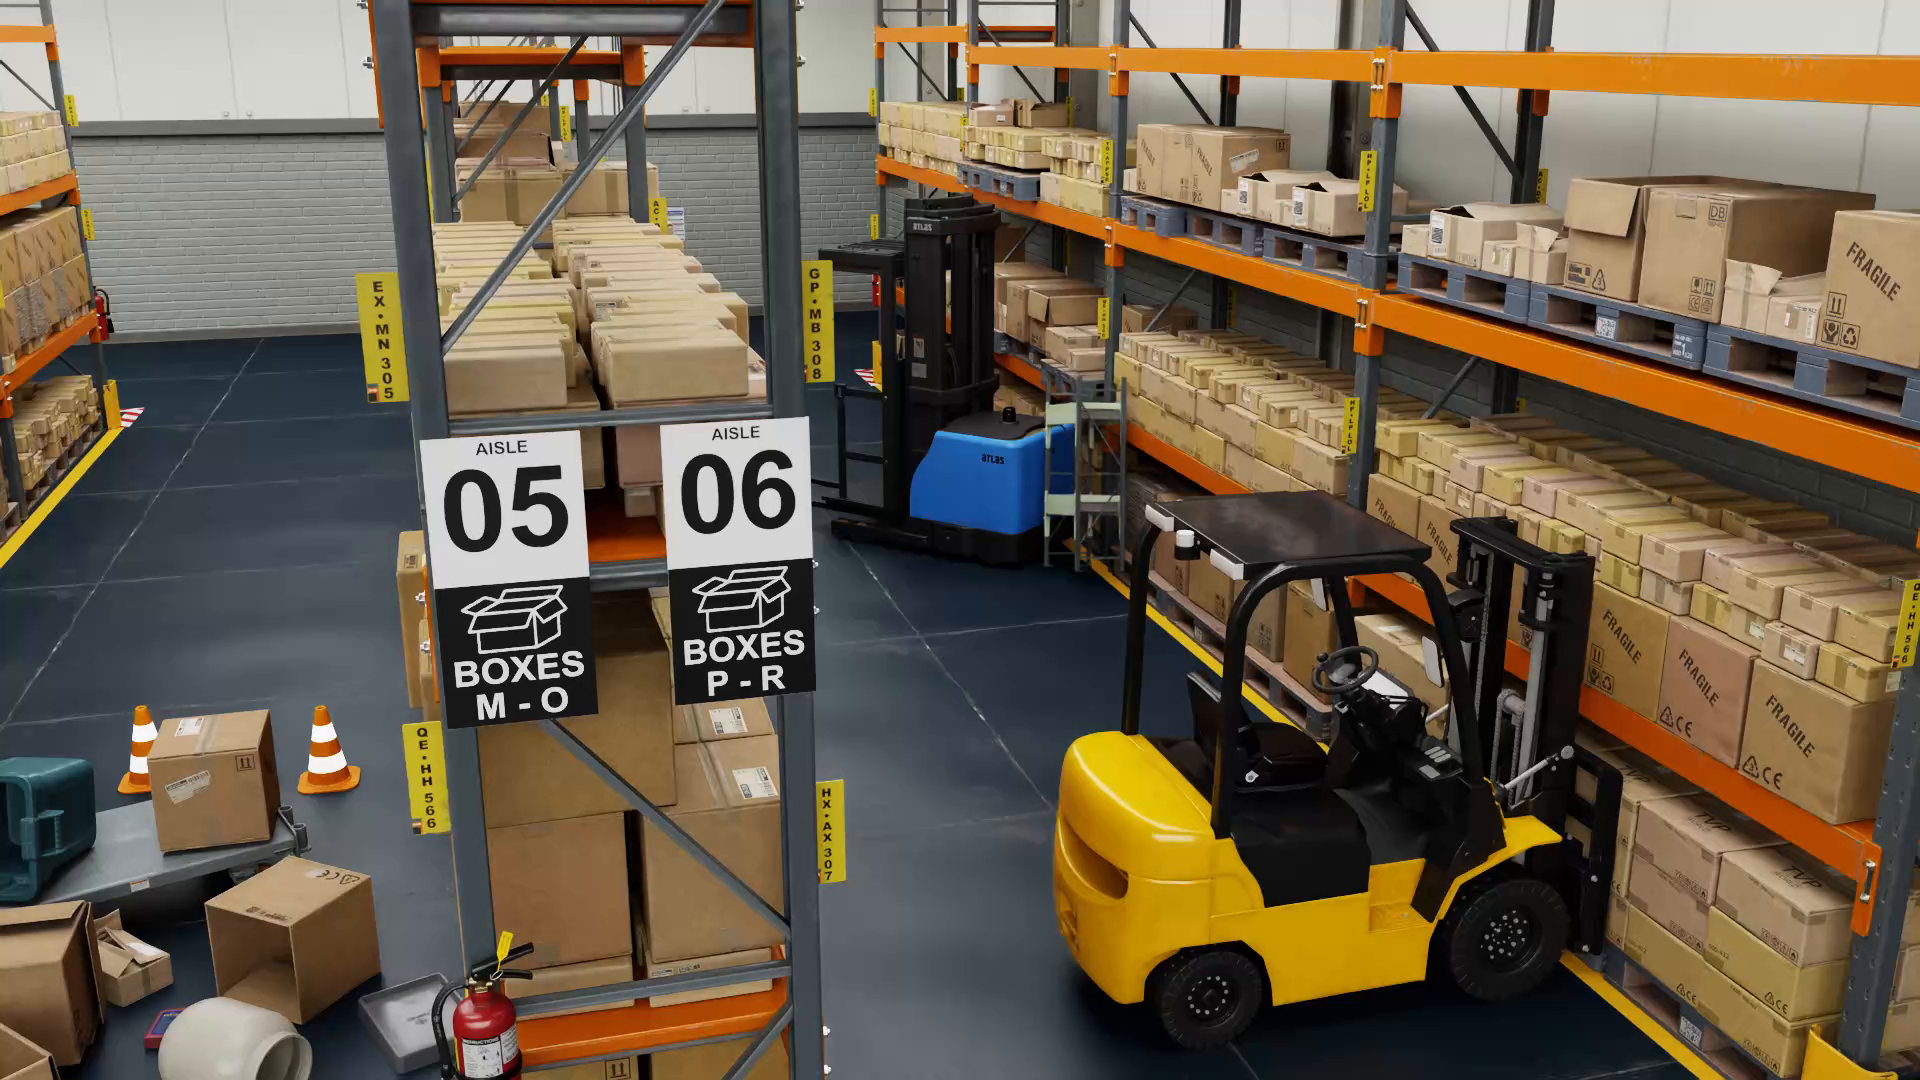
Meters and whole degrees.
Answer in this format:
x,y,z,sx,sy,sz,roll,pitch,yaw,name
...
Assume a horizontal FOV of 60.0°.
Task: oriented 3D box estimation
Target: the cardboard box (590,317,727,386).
x,y,z,sx,sy,sz,roll,pitch,yaw,name
-0.895,-0.566,4.958,0.380,0.149,0.250,-5,17,-15,cardboard box

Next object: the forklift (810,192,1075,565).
x,y,z,sx,sy,sz,roll,pitch,yaw,name
-0.521,-1.503,14.360,3.031,2.935,1.130,11,20,32,forklift

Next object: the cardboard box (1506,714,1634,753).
x,y,z,sx,sy,sz,roll,pitch,yaw,name
3.010,1.036,8.101,0.500,0.250,0.500,-5,17,-16,cardboard box

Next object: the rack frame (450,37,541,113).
x,y,z,sx,sy,sz,roll,pitch,yaw,name
-5.306,-5.983,18.729,1.000,3.000,0.127,-5,17,-15,rack frame

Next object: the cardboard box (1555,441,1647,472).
x,y,z,sx,sy,sz,roll,pitch,yaw,name
3.385,-0.412,8.791,0.380,0.149,0.250,-5,17,-16,cardboard box

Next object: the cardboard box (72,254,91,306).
x,y,z,sx,sy,sz,roll,pitch,yaw,name
-9.667,-2.777,17.793,0.500,0.500,0.500,-4,17,-14,cardboard box

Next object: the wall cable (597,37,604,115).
x,y,z,sx,sy,sz,roll,pitch,yaw,name
-6.416,-7.593,24.089,2.355,3.000,0.029,-5,17,-15,wall cable

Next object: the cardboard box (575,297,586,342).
x,y,z,sx,sy,sz,roll,pitch,yaw,name
-1.208,-0.776,6.352,0.500,0.250,0.500,-4,17,-14,cardboard box

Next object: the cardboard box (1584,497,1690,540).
x,y,z,sx,sy,sz,roll,pitch,yaw,name
3.134,-0.085,7.703,0.380,0.149,0.250,-4,17,-14,cardboard box

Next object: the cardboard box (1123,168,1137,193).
x,y,z,sx,sy,sz,roll,pitch,yaw,name
1.468,-2.744,12.662,0.380,0.166,0.250,-5,17,-15,cardboard box

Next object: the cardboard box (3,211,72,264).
x,y,z,sx,sy,sz,roll,pitch,yaw,name
-9.534,-3.113,17.173,0.500,0.500,0.500,-5,18,-17,cardboard box

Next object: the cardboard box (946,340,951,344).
x,y,z,sx,sy,sz,roll,pitch,yaw,name
-0.260,-2.092,19.816,0.700,0.500,0.500,-4,17,-13,cardboard box

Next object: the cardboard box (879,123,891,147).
x,y,z,sx,sy,sz,roll,pitch,yaw,name
-0.675,-4.867,19.969,0.500,0.250,0.500,-5,17,-16,cardboard box

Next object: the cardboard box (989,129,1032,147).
x,y,z,sx,sy,sz,roll,pitch,yaw,name
0.492,-3.777,15.614,0.380,0.149,0.250,-5,17,-16,cardboard box

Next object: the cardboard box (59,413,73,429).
x,y,z,sx,sy,sz,roll,pitch,yaw,name
-9.266,-1.188,16.900,0.380,0.149,0.250,-4,17,-12,cardboard box

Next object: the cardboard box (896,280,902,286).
x,y,z,sx,sy,sz,roll,pitch,yaw,name
-0.594,-3.204,20.341,0.380,0.149,0.250,-4,17,-14,cardboard box

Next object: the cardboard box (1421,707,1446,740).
x,y,z,sx,sy,sz,roll,pitch,yaw,name
2.740,0.989,9.125,0.500,0.250,0.500,-5,17,-16,cardboard box

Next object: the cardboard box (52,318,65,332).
x,y,z,sx,sy,sz,roll,pitch,yaw,name
-9.424,-2.219,17.062,0.380,0.149,0.250,-6,18,-18,cardboard box

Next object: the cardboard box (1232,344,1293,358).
x,y,z,sx,sy,sz,roll,pitch,yaw,name
2.274,-1.373,12.508,0.380,0.149,0.250,-5,17,-16,cardboard box

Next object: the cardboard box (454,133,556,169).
x,y,z,sx,sy,sz,roll,pitch,yaw,name
-3.356,-2.677,12.026,0.797,0.503,0.637,-6,18,-19,cardboard box

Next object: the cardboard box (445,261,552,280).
x,y,z,sx,sy,sz,roll,pitch,yaw,name
-1.729,-0.953,6.246,0.380,0.149,0.250,-4,17,-14,cardboard box

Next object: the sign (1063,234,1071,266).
x,y,z,sx,sy,sz,roll,pitch,yaw,name
1.097,-2.997,17.202,0.100,0.325,0.005,-5,17,-15,sign

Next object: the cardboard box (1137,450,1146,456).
x,y,z,sx,sy,sz,roll,pitch,yaw,name
1.702,-0.571,14.754,0.500,0.500,0.500,-5,17,-15,cardboard box

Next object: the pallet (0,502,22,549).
x,y,z,sx,sy,sz,roll,pitch,yaw,name
-8.723,-0.034,14.198,1.003,0.211,1.213,-5,17,-15,pallet

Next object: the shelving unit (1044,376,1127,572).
x,y,z,sx,sy,sz,roll,pitch,yaw,name
0.984,-0.522,13.163,0.431,1.500,0.755,0,2,-16,shelving unit

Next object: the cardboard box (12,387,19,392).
x,y,z,sx,sy,sz,roll,pitch,yaw,name
-10.083,-1.493,17.401,0.380,0.149,0.250,-5,17,-15,cardboard box

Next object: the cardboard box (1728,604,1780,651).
x,y,z,sx,sy,sz,roll,pitch,yaw,name
3.387,0.345,6.789,0.380,0.149,0.250,-4,17,-14,cardboard box

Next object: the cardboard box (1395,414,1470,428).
x,y,z,sx,sy,sz,roll,pitch,yaw,name
2.873,-0.657,10.124,0.380,0.149,0.250,-5,17,-17,cardboard box

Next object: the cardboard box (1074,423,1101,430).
x,y,z,sx,sy,sz,roll,pitch,yaw,name
1.121,-0.948,14.882,0.380,0.149,0.250,-4,17,-14,cardboard box

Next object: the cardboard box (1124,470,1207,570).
x,y,z,sx,sy,sz,roll,pitch,yaw,name
1.822,-0.181,13.239,0.875,0.625,0.625,-4,17,-13,cardboard box

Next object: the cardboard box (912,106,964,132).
x,y,z,sx,sy,sz,roll,pitch,yaw,name
-0.231,-4.688,18.504,0.500,0.250,0.500,-4,17,-14,cardboard box

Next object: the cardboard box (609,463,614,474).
x,y,z,sx,sy,sz,roll,pitch,yaw,name
-0.978,-0.326,5.547,0.380,0.149,0.250,-5,17,-16,cardboard box

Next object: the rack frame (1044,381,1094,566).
x,y,z,sx,sy,sz,roll,pitch,yaw,name
0.885,-0.537,13.515,0.400,1.500,0.023,0,2,-16,rack frame

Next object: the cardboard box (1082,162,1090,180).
x,y,z,sx,sy,sz,roll,pitch,yaw,name
1.235,-3.074,13.824,0.380,0.149,0.250,-4,17,-14,cardboard box

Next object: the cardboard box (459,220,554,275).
x,y,z,sx,sy,sz,roll,pitch,yaw,name
-2.308,-1.507,8.572,0.500,0.250,0.500,-5,17,-16,cardboard box

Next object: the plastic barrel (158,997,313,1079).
x,y,z,sx,sy,sz,roll,pitch,yaw,name
-2.932,2.098,6.733,0.512,0.421,0.421,7,18,23,plastic barrel

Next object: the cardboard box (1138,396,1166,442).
x,y,z,sx,sy,sz,roll,pitch,yaw,name
1.684,-0.937,12.620,0.500,0.250,0.500,-5,17,-16,cardboard box

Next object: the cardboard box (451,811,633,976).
x,y,z,sx,sy,sz,roll,pitch,yaw,name
-1.323,0.997,5.229,0.500,0.500,0.500,-5,17,-16,cardboard box

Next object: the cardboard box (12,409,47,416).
x,y,z,sx,sy,sz,roll,pitch,yaw,name
-9.209,-1.180,16.357,0.380,0.149,0.250,-5,18,-18,cardboard box

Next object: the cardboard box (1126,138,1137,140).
x,y,z,sx,sy,sz,roll,pitch,yaw,name
1.539,-3.394,14.374,0.380,0.149,0.250,-5,17,-15,cardboard box

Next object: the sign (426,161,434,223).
x,y,z,sx,sy,sz,roll,pitch,yaw,name
-2.541,-1.619,7.830,0.100,0.325,0.005,-5,17,-15,sign

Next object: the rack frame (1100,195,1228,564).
x,y,z,sx,sy,sz,roll,pitch,yaw,name
1.664,-1.291,13.535,1.000,3.000,0.127,-5,17,-15,rack frame

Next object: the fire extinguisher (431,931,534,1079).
x,y,z,sx,sy,sz,roll,pitch,yaw,name
-1.321,1.421,4.643,0.296,0.674,0.183,-5,17,-15,fire extinguisher

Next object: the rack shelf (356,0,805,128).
x,y,z,sx,sy,sz,roll,pitch,yaw,name
-1.459,-1.765,5.941,1.077,0.370,4.000,-5,17,-15,rack shelf

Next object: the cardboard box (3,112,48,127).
x,y,z,sx,sy,sz,roll,pitch,yaw,name
-9.670,-4.343,17.181,0.380,0.149,0.250,-4,17,-14,cardboard box

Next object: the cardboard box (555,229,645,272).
x,y,z,sx,sy,sz,roll,pitch,yaw,name
-1.581,-1.274,7.315,0.380,0.149,0.250,-4,17,-14,cardboard box

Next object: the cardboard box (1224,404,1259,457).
x,y,z,sx,sy,sz,roll,pitch,yaw,name
2.099,-0.751,11.131,0.500,0.250,0.500,-4,17,-14,cardboard box

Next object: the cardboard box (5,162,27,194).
x,y,z,sx,sy,sz,roll,pitch,yaw,name
-9.083,-3.382,15.542,0.500,0.250,0.500,-4,17,-13,cardboard box

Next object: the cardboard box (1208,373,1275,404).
x,y,z,sx,sy,sz,roll,pitch,yaw,name
1.929,-1.038,11.393,0.380,0.149,0.250,-5,17,-17,cardboard box

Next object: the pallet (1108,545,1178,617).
x,y,z,sx,sy,sz,roll,pitch,yaw,name
1.853,0.275,13.168,1.003,0.211,1.213,-5,17,-15,pallet

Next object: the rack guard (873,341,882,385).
x,y,z,sx,sy,sz,roll,pitch,yaw,name
-0.514,-2.286,21.192,1.175,0.500,0.348,-5,17,-15,rack guard

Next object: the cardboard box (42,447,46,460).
x,y,z,sx,sy,sz,roll,pitch,yaw,name
-9.146,-0.823,16.202,0.380,0.149,0.250,-5,18,-18,cardboard box

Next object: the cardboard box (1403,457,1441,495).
x,y,z,sx,sy,sz,roll,pitch,yaw,name
2.671,-0.363,9.144,0.380,0.149,0.250,-4,17,-14,cardboard box

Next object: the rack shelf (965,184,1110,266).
x,y,z,sx,sy,sz,roll,pitch,yaw,name
1.114,-2.936,15.049,1.077,0.370,4.000,-5,17,-15,rack shelf

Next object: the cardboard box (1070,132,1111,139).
x,y,z,sx,sy,sz,roll,pitch,yaw,name
1.208,-3.607,15.048,0.380,0.149,0.250,-4,17,-14,cardboard box
